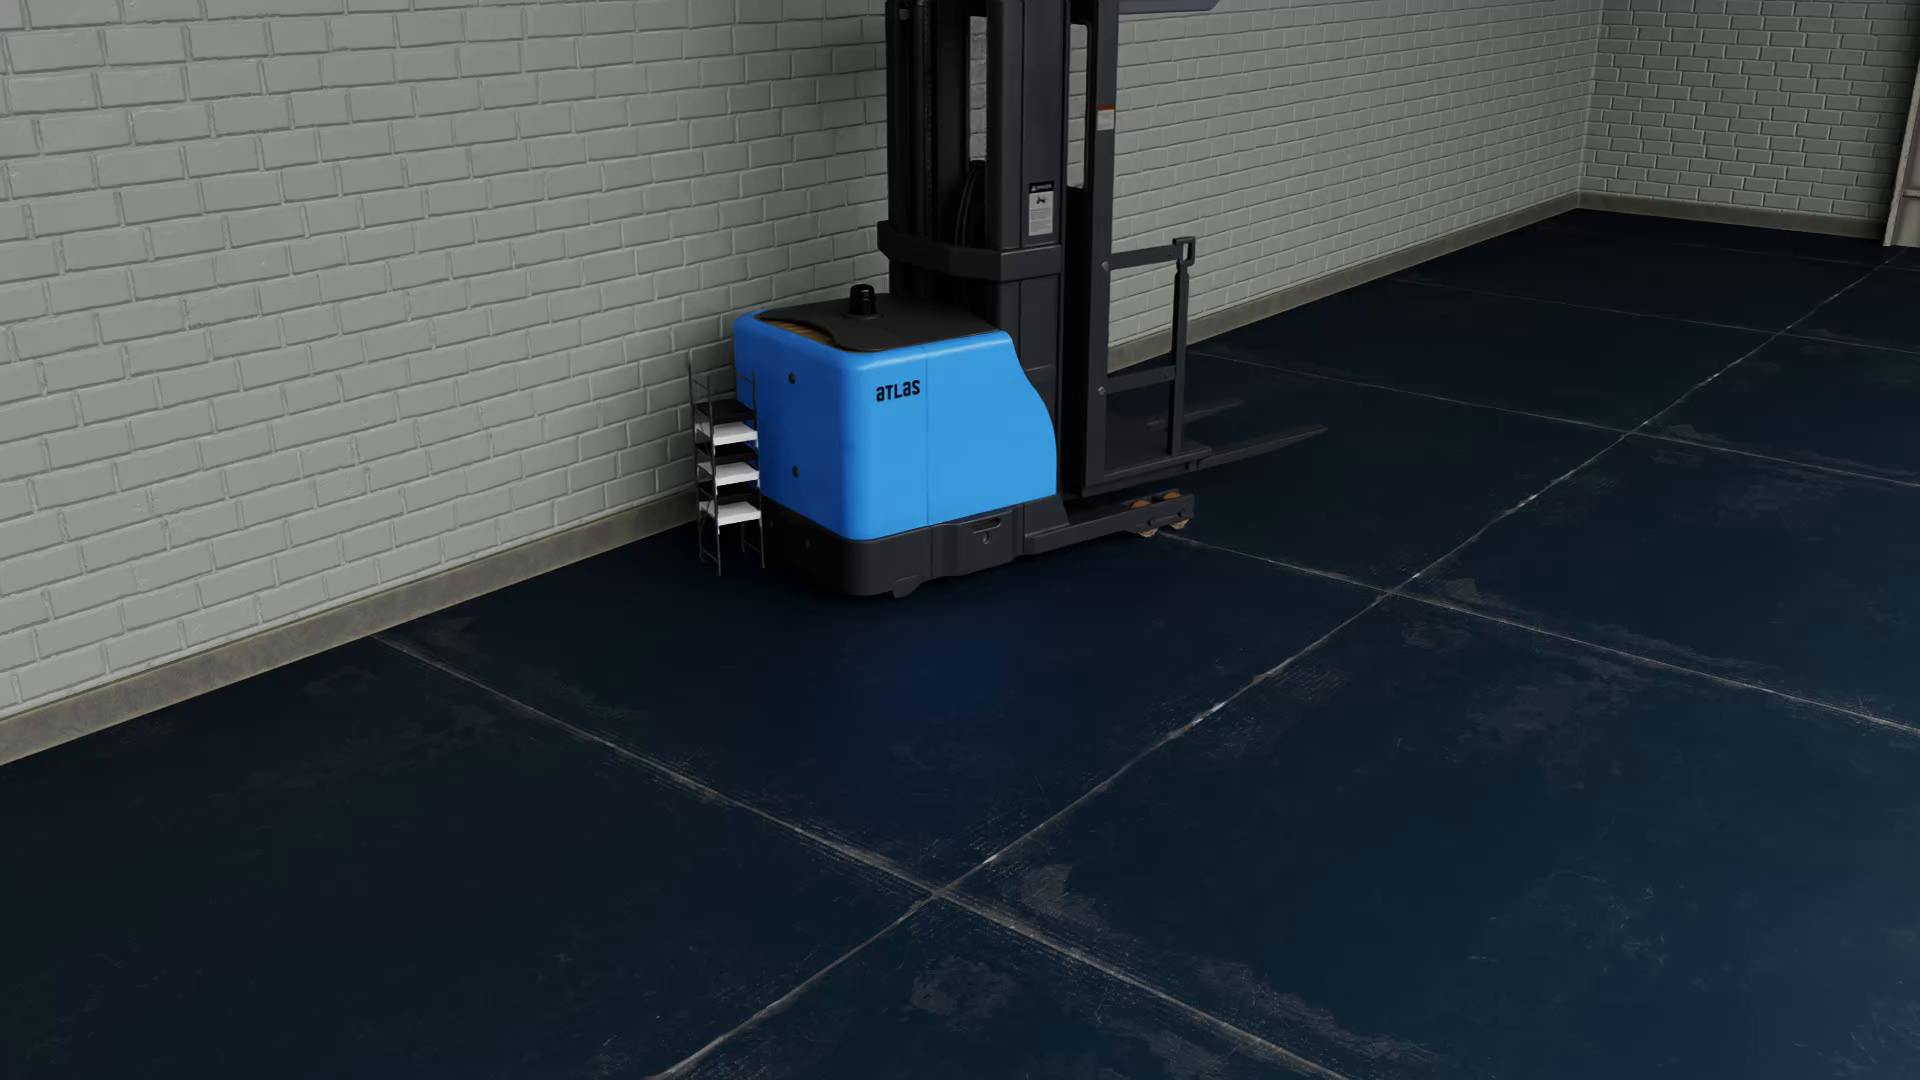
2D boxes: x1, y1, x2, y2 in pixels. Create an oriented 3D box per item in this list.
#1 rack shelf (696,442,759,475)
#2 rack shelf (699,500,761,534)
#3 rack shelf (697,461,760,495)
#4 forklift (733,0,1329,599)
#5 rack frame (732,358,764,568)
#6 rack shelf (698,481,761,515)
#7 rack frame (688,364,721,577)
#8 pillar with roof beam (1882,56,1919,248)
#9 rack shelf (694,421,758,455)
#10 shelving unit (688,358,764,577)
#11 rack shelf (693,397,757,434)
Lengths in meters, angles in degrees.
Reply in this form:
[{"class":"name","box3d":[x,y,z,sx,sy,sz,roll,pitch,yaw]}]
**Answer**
[{"class":"rack shelf","box3d":[-1.015,-0.368,7.207,0.200,0.077,0.258,-11,23,-27]},{"class":"rack shelf","box3d":[-1.015,-0.115,7.302,0.200,0.077,0.258,-11,23,-27]},{"class":"rack shelf","box3d":[-1.015,-0.283,7.239,0.200,0.077,0.258,-11,23,-27]},{"class":"forklift","box3d":[0.486,-1.522,7.550,3.031,2.935,1.130,-15,25,-34]},{"class":"rack frame","box3d":[-0.926,-0.332,7.274,0.006,0.900,0.240,-11,23,-27]},{"class":"rack shelf","box3d":[-1.015,-0.199,7.270,0.200,0.077,0.258,-11,23,-27]},{"class":"rack frame","box3d":[-1.103,-0.297,7.180,0.006,0.900,0.240,-11,23,-27]},{"class":"pillar with roof beam","box3d":[5.552,-5.594,9.750,0.400,9.000,9.100,16,26,36]},{"class":"rack shelf","box3d":[-1.015,-0.452,7.175,0.200,0.077,0.258,-11,23,-27]},{"class":"shelving unit","box3d":[-1.015,-0.315,7.227,0.210,0.900,0.258,-11,23,-27]},{"class":"rack shelf","box3d":[-1.015,-0.536,7.143,0.200,0.077,0.258,-11,23,-27]}]
